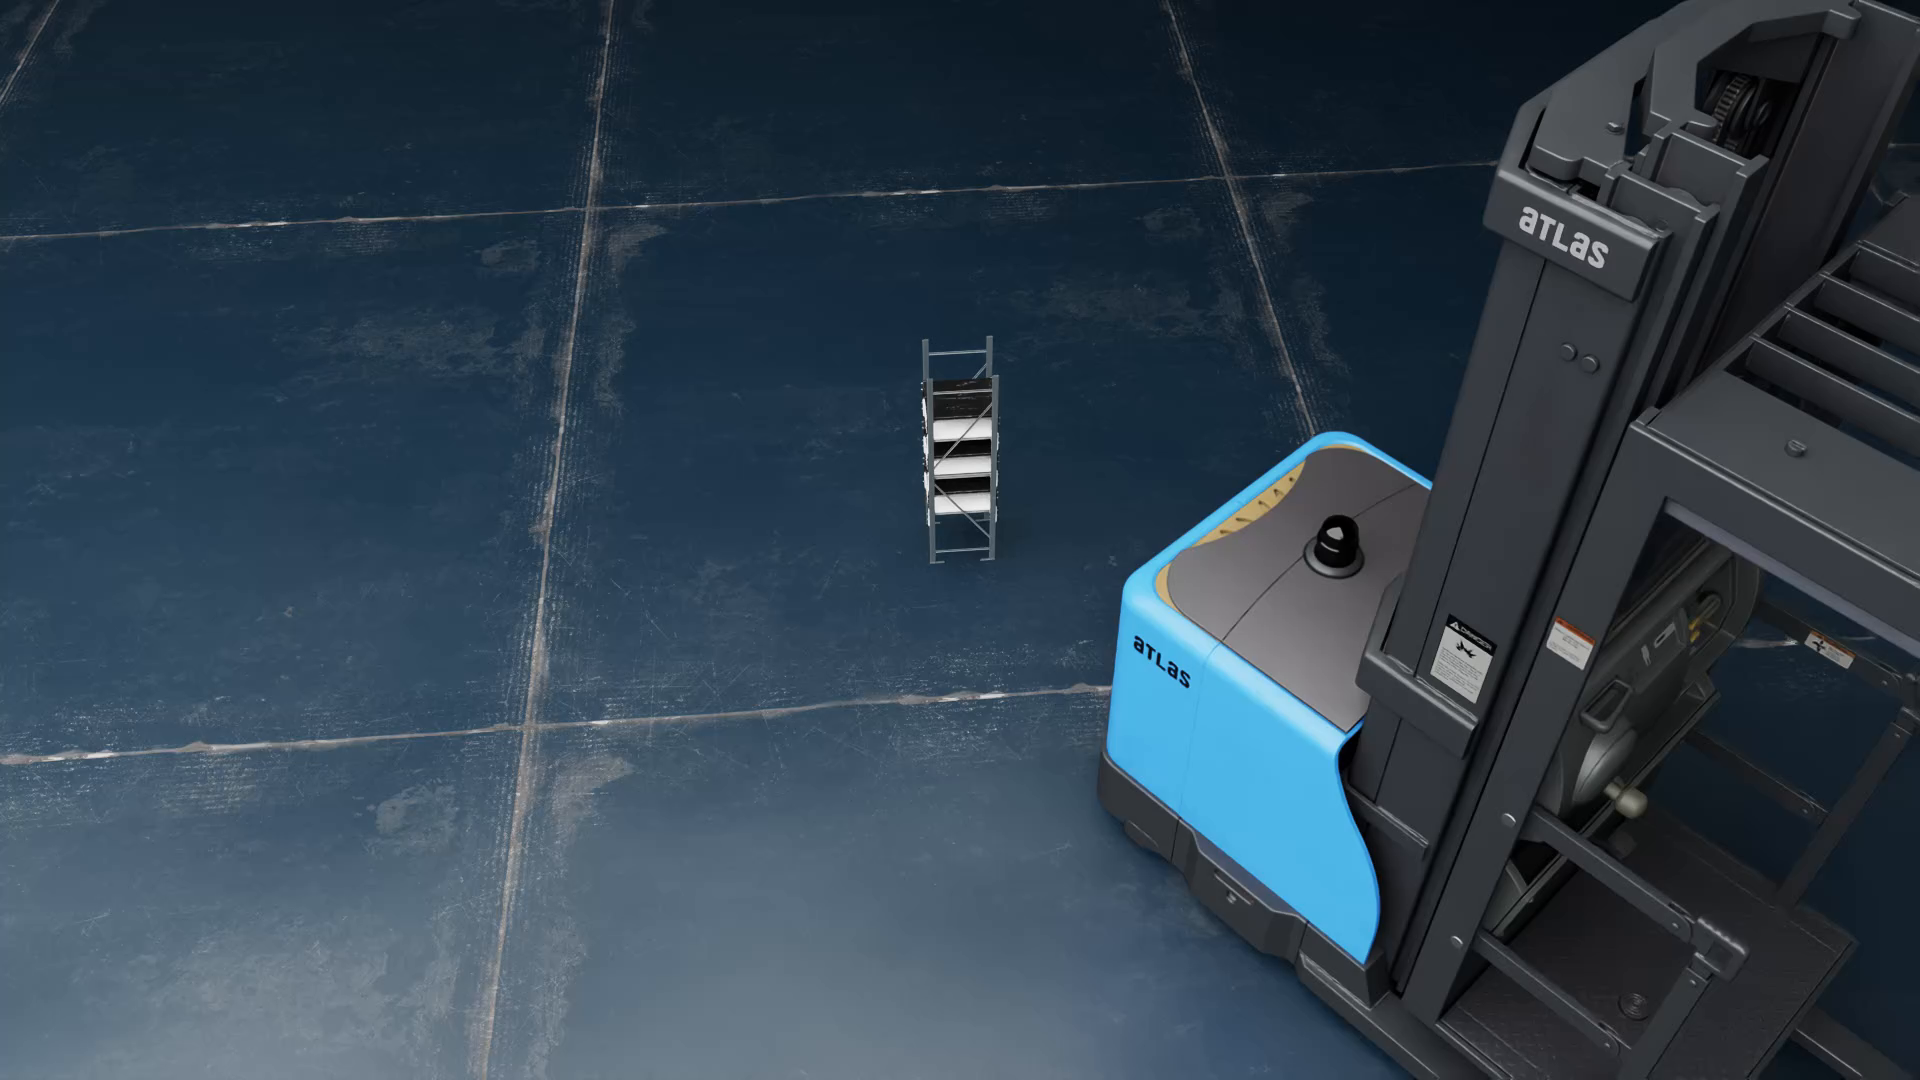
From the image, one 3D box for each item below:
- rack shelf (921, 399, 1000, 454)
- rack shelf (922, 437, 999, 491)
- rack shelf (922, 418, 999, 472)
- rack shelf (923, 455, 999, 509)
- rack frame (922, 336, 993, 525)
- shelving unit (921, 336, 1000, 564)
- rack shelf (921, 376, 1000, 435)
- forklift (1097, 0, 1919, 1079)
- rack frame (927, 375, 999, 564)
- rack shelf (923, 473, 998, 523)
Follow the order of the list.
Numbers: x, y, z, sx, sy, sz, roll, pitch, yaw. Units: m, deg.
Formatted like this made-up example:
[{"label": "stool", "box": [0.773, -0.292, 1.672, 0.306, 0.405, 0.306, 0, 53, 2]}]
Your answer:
[{"label": "rack shelf", "box": [0.001, -0.404, 5.811, 0.258, 0.077, 0.200, -3, 47, -3]}, {"label": "rack shelf", "box": [0.001, -0.281, 5.942, 0.258, 0.077, 0.200, -3, 47, -3]}, {"label": "rack shelf", "box": [0.001, -0.343, 5.877, 0.258, 0.077, 0.200, -3, 47, -3]}, {"label": "rack shelf", "box": [0.001, -0.219, 6.007, 0.258, 0.077, 0.200, -3, 47, -3]}, {"label": "rack frame", "box": [-0.008, -0.377, 5.987, 0.240, 0.900, 0.006, -3, 47, -3]}, {"label": "shelving unit", "box": [0.001, -0.304, 5.918, 0.258, 0.900, 0.210, -3, 47, -3]}, {"label": "rack shelf", "box": [0.001, -0.466, 5.746, 0.258, 0.077, 0.200, -3, 47, -3]}, {"label": "forklift", "box": [1.820, 0.388, 3.864, 1.130, 2.935, 3.031, -35, 55, -28]}, {"label": "rack frame", "box": [0.009, -0.230, 5.848, 0.240, 0.900, 0.006, -3, 47, -3]}, {"label": "rack shelf", "box": [0.001, -0.157, 6.073, 0.258, 0.077, 0.200, -3, 47, -3]}]
